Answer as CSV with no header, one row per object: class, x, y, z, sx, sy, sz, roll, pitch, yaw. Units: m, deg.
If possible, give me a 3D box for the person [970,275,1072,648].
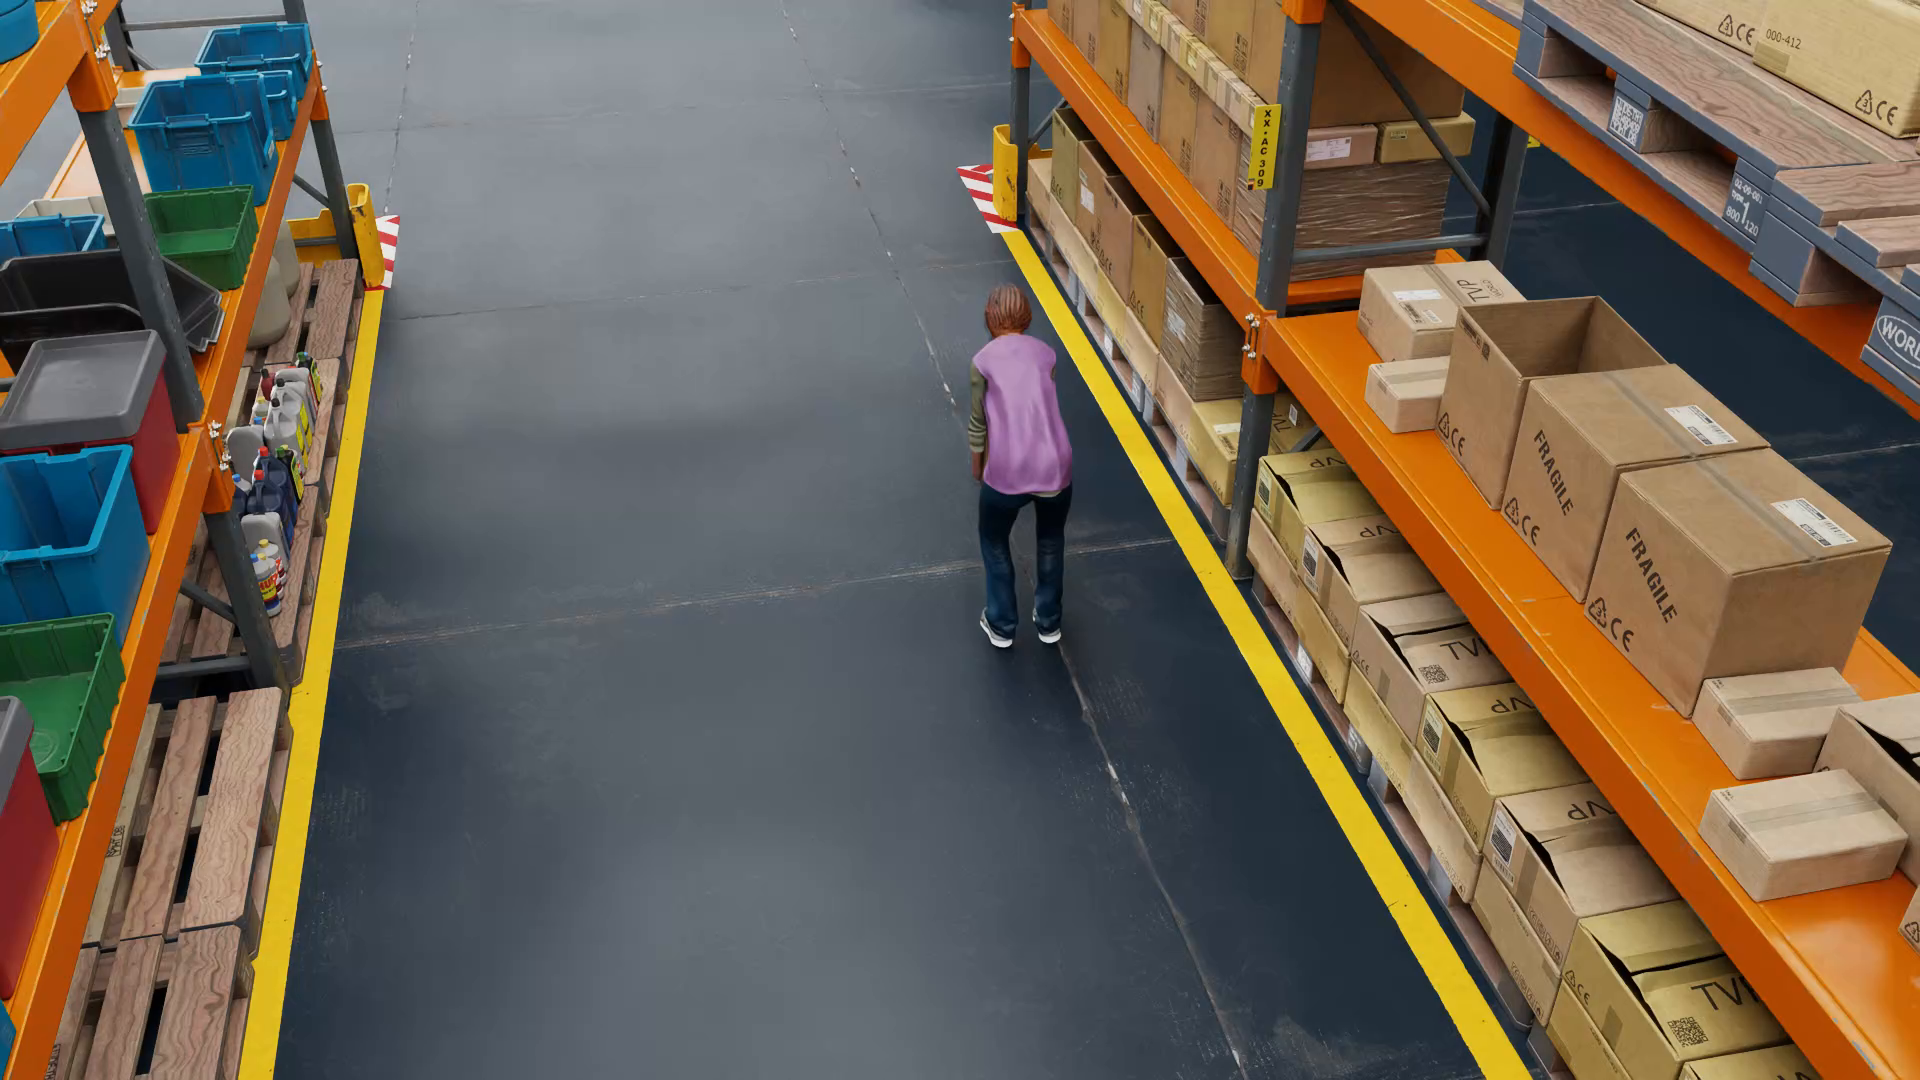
person,0.241,-0.300,6.607,0.372,1.577,0.525,-6,35,-9
